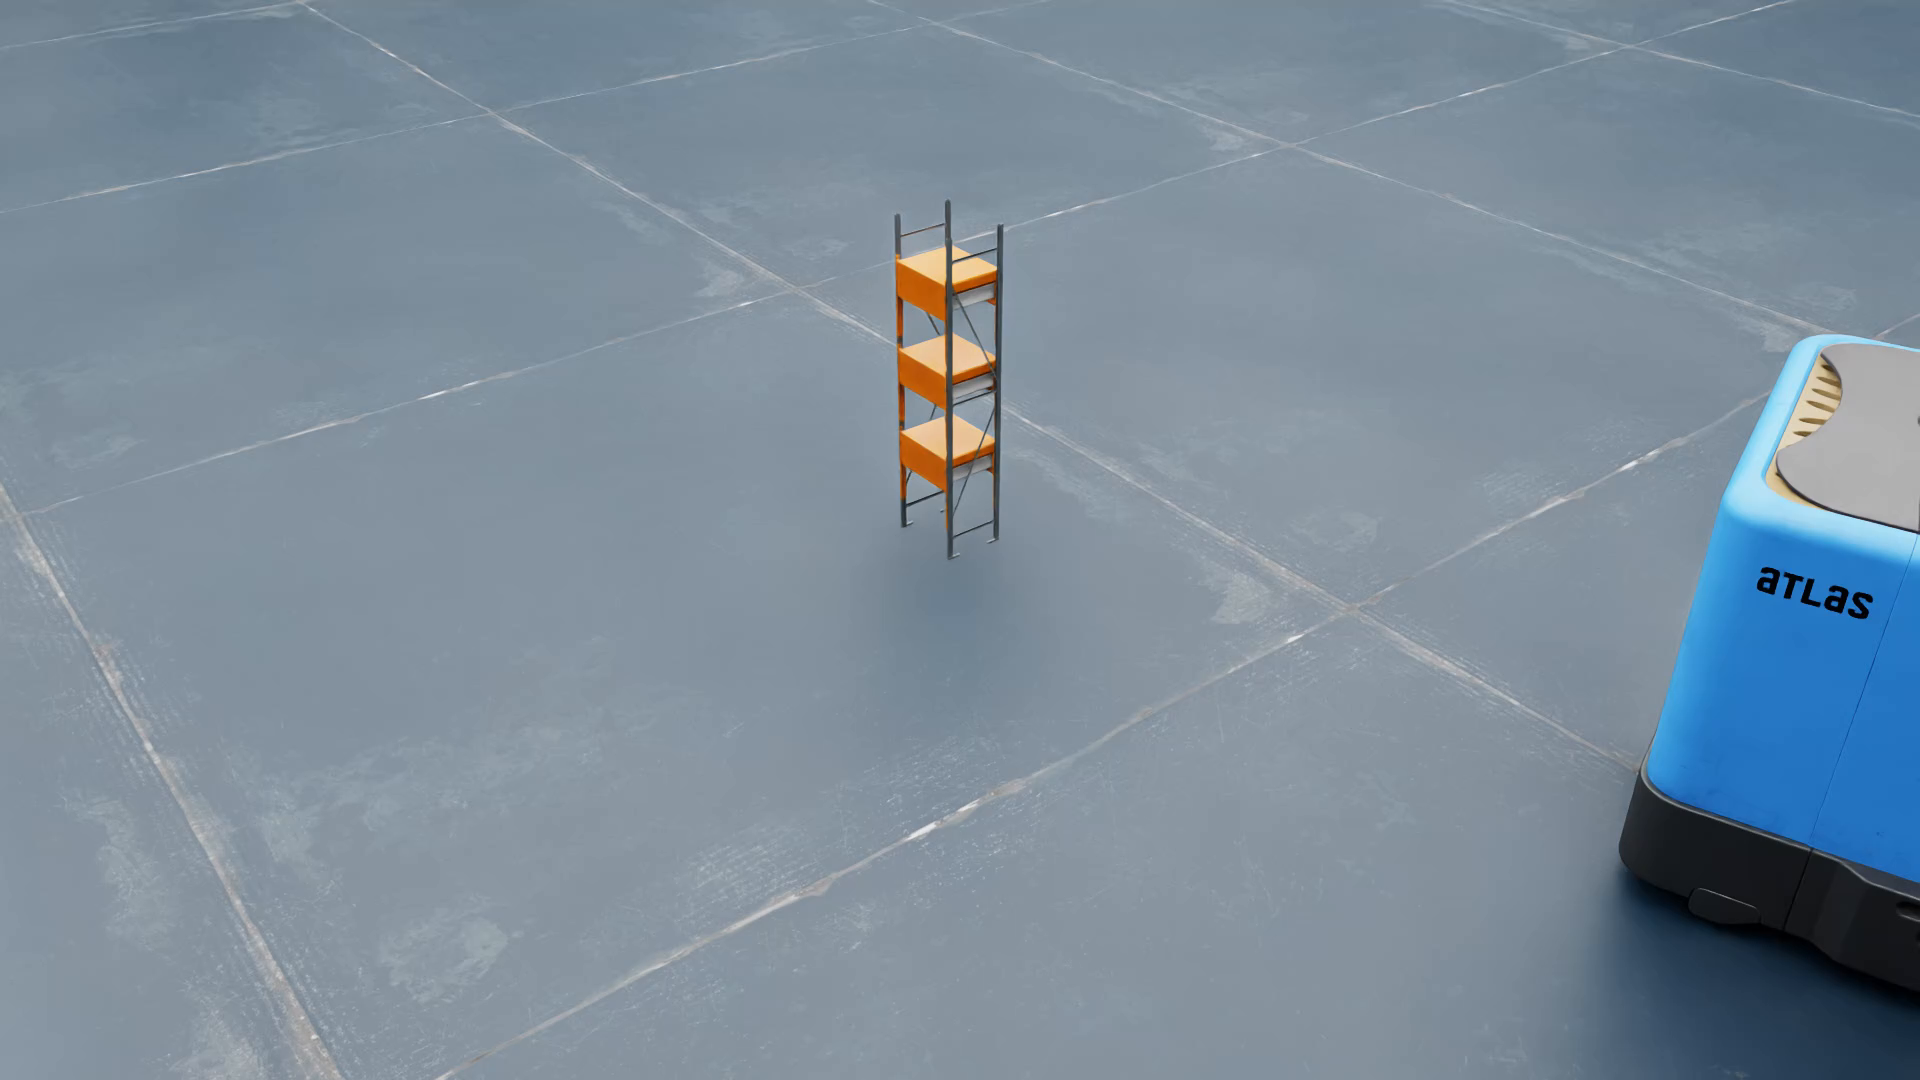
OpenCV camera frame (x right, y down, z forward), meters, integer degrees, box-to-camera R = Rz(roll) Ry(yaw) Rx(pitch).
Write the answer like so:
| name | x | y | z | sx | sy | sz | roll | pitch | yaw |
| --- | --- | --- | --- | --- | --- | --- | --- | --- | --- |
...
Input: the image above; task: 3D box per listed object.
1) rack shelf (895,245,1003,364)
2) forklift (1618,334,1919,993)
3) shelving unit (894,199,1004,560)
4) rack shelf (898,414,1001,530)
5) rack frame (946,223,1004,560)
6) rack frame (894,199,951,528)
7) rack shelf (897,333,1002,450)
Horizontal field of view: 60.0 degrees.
| name | x | y | z | sx | sy | sz | roll | pitch | yaw |
| --- | --- | --- | --- | --- | --- | --- | --- | --- | --- |
| rack shelf | -0.033 | -0.700 | 4.865 | 0.215 | 0.259 | 0.240 | -22 | 38 | -31 |
| forklift | 3.074 | -0.226 | 2.836 | 3.031 | 2.935 | 1.130 | 18 | 36 | 27 |
| shelving unit | -0.033 | -0.468 | 5.009 | 0.215 | 1.050 | 0.252 | -22 | 38 | -31 |
| rack shelf | -0.033 | -0.223 | 5.161 | 0.215 | 0.259 | 0.240 | -22 | 38 | -31 |
| rack frame | 0.042 | -0.417 | 4.927 | 0.200 | 1.050 | 0.008 | -22 | 38 | -31 |
| rack frame | -0.108 | -0.519 | 5.091 | 0.200 | 1.050 | 0.008 | -22 | 38 | -31 |
| rack shelf | -0.033 | -0.459 | 5.015 | 0.215 | 0.259 | 0.240 | -22 | 38 | -31 |
